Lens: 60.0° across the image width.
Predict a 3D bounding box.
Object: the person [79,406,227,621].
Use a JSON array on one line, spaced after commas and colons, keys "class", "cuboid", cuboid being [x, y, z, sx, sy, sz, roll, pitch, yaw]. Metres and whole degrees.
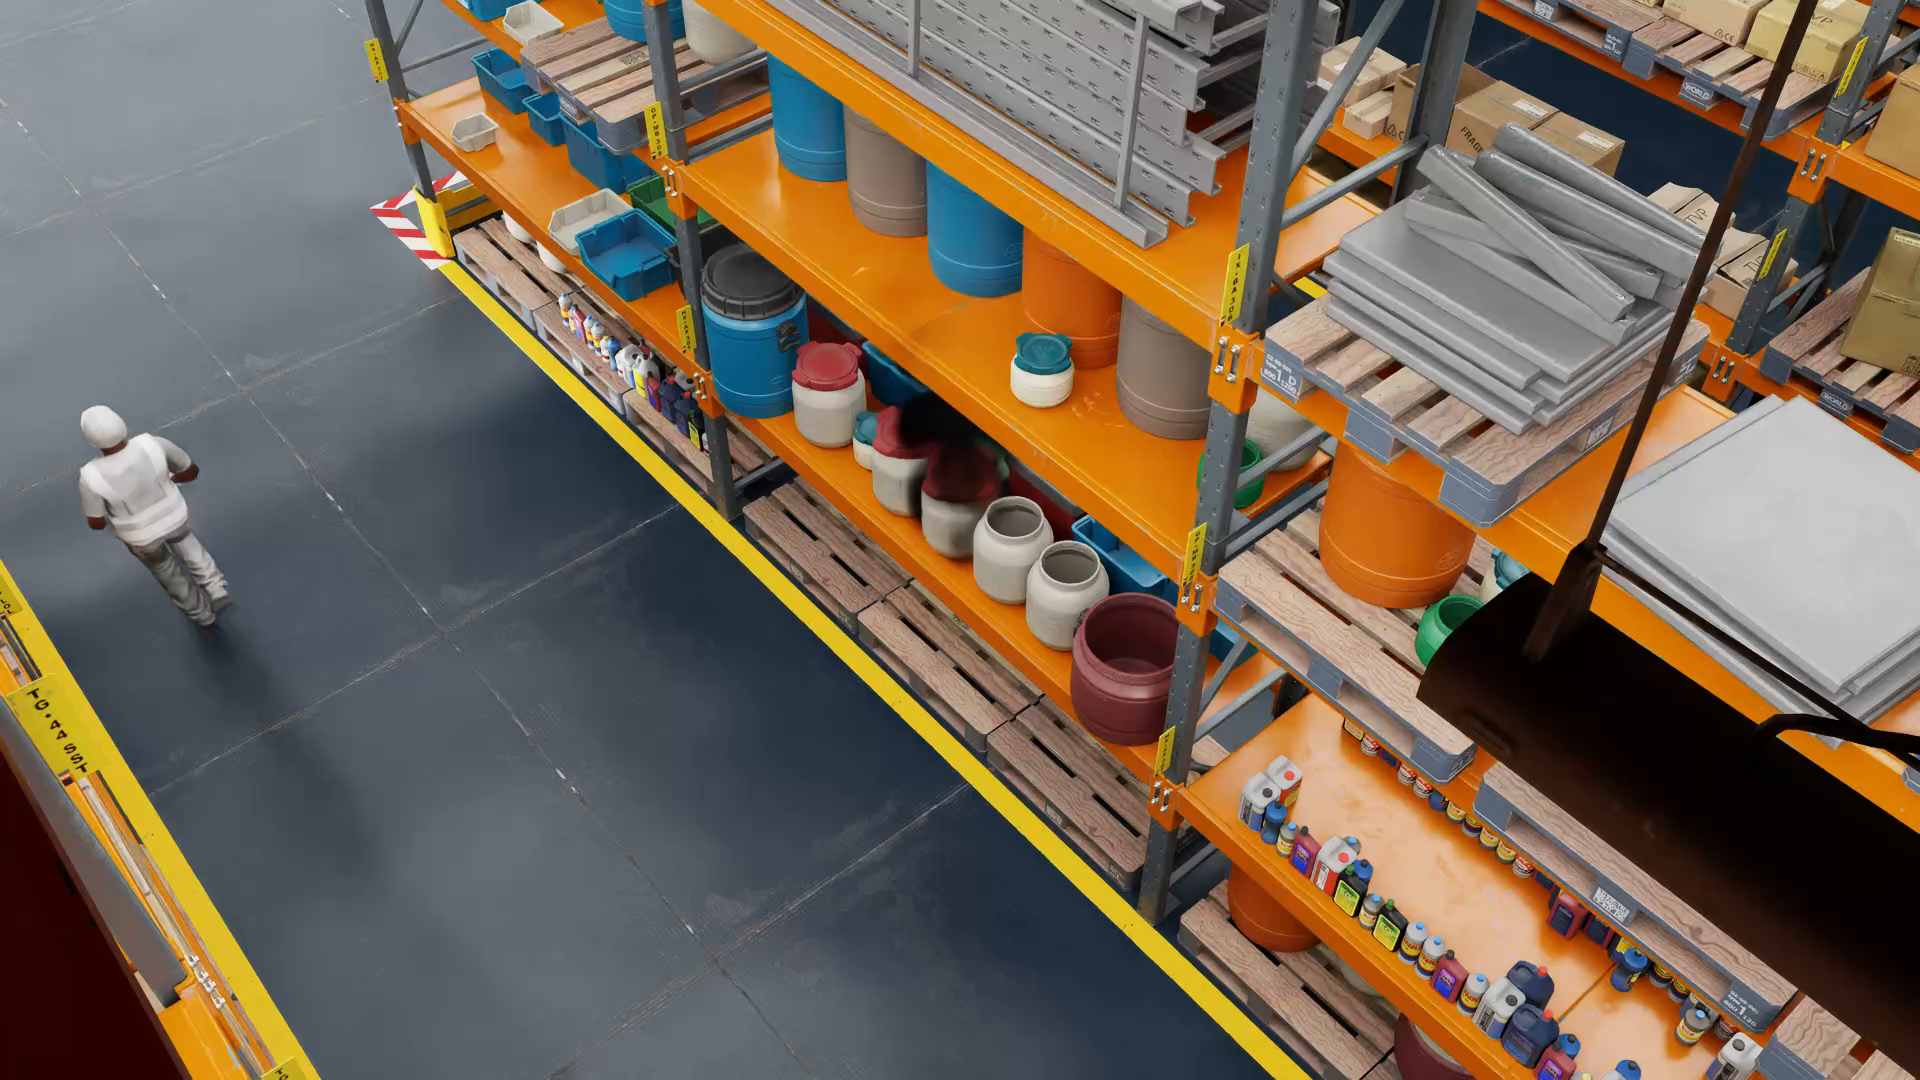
[{"class": "person", "cuboid": [-4.801, -0.146, 9.844, 0.493, 1.682, 0.645, 35, 56, 29]}]
